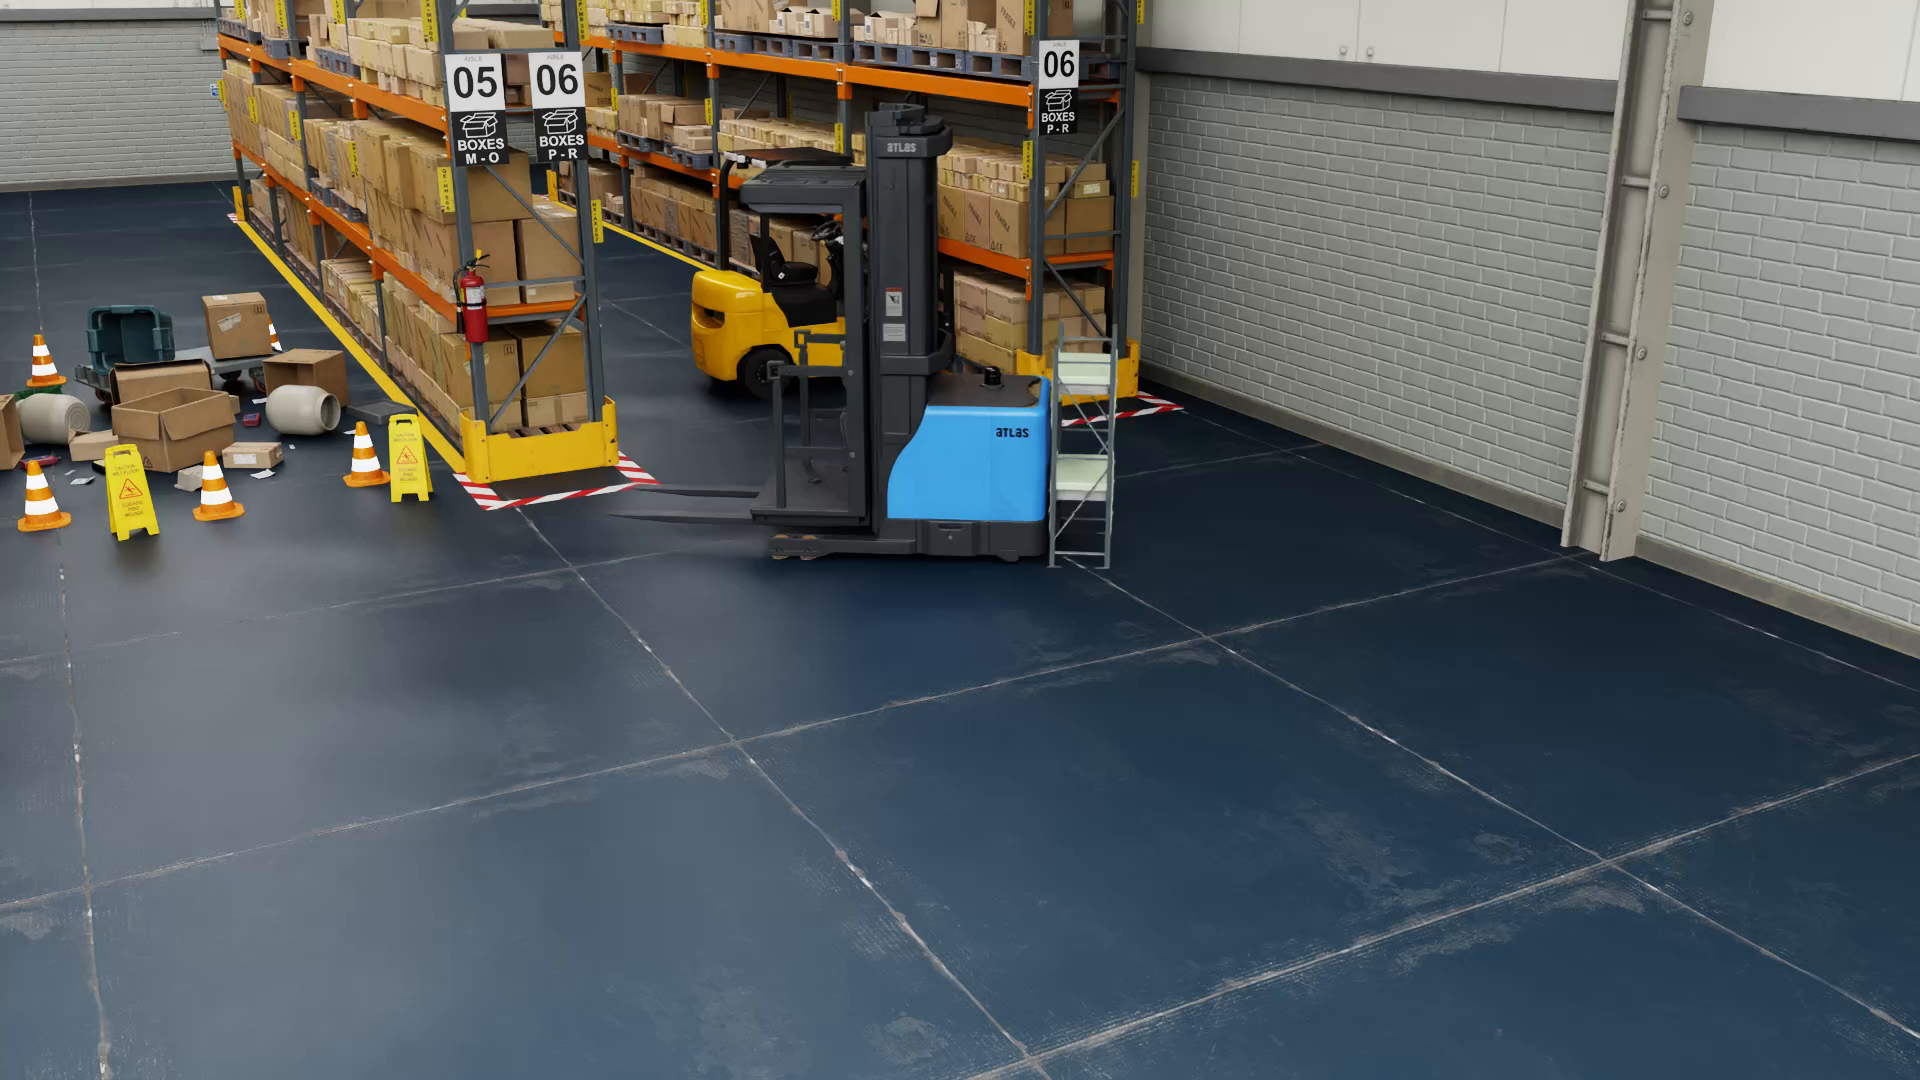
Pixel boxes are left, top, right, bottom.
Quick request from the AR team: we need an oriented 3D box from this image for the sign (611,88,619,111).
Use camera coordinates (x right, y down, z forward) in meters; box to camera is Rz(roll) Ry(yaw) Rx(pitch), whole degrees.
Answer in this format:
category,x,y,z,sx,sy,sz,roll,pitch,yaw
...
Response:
category,x,y,z,sx,sy,sz,roll,pitch,yaw
sign,-5.094,-6.502,24.549,0.100,0.325,0.005,-10,21,-27

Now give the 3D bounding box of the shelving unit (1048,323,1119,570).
category,x,y,z,sx,sy,sz,roll,pitch,yaw
shelving unit,0.833,-0.641,11.191,0.431,1.500,0.755,2,19,5

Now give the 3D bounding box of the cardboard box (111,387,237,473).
category,x,y,z,sx,sy,sz,roll,pitch,yaw
cardboard box,-6.350,-0.896,13.458,0.637,0.503,0.797,7,20,20

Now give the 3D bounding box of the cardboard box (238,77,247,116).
category,x,y,z,sx,sy,sz,roll,pitch,yaw
cardboard box,-9.937,-6.313,23.643,0.500,0.500,0.500,-10,21,-26

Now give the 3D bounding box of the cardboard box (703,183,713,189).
category,x,y,z,sx,sy,sz,roll,pitch,yaw
cardboard box,-3.446,-4.999,23.715,0.380,0.149,0.250,-11,22,-29

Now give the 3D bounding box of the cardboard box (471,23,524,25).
category,x,y,z,sx,sy,sz,roll,pitch,yaw
cardboard box,-3.783,-4.153,13.632,0.380,0.149,0.250,-9,21,-25

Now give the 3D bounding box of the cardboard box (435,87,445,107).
category,x,y,z,sx,sy,sz,roll,pitch,yaw
cardboard box,-3.704,-3.323,12.449,0.380,0.149,0.250,-10,21,-26

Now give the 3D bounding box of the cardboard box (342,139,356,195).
category,x,y,z,sx,sy,sz,roll,pitch,yaw
cardboard box,-5.846,-3.738,16.613,0.500,0.500,0.500,-10,21,-26

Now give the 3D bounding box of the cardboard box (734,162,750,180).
category,x,y,z,sx,sy,sz,roll,pitch,yaw
cardboard box,-2.490,-4.650,20.737,0.500,0.250,0.500,-10,22,-28

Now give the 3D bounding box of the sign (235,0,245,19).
category,x,y,z,sx,sy,sz,roll,pitch,yaw
sign,-9.474,-7.023,21.872,0.100,0.325,0.005,-10,21,-27

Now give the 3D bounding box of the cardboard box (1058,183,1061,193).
category,x,y,z,sx,sy,sz,roll,pitch,yaw
cardboard box,0.972,-3.287,15.410,0.380,0.149,0.250,-10,21,-27

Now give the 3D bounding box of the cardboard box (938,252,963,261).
category,x,y,z,sx,sy,sz,roll,pitch,yaw
cardboard box,0.065,-2.852,17.337,0.500,0.250,0.500,-10,21,-26

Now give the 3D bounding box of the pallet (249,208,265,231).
category,x,y,z,sx,sy,sz,roll,pitch,yaw
pallet,-10.437,-5.022,25.861,1.003,0.211,1.213,-10,21,-27

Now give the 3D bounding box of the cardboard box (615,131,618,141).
category,x,y,z,sx,sy,sz,roll,pitch,yaw
cardboard box,-4.994,-6.113,25.133,0.380,0.149,0.250,-10,21,-26

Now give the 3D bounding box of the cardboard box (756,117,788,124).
category,x,y,z,sx,sy,sz,roll,pitch,yaw
cardboard box,-2.388,-5.323,21.310,0.380,0.149,0.250,-9,21,-25

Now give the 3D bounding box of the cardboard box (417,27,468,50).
category,x,y,z,sx,sy,sz,roll,pitch,yaw
cardboard box,-3.935,-3.842,12.732,0.380,0.149,0.250,-10,22,-27

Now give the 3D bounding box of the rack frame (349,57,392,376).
category,x,y,z,sx,sy,sz,roll,pitch,yaw
rack frame,-5.188,-3.113,16.053,1.000,3.000,0.127,-10,21,-27

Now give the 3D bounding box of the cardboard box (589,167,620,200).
category,x,y,z,sx,sy,sz,roll,pitch,yaw
cardboard box,-5.778,-5.735,26.842,0.500,0.500,0.500,-10,21,-26

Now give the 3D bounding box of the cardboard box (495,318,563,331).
category,x,y,z,sx,sy,sz,roll,pitch,yaw
cardboard box,-3.692,-1.648,14.231,0.500,0.500,0.500,-11,22,-29

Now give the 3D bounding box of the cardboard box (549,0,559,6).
category,x,y,z,sx,sy,sz,roll,pitch,yaw
cardboard box,-6.305,-8.736,26.759,0.500,0.250,0.500,-10,21,-27

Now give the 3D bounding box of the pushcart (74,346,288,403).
category,x,y,z,sx,sy,sz,roll,pitch,yaw
pushcart,-7.171,-1.506,15.416,0.936,0.377,1.648,16,25,39

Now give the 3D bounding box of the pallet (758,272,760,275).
category,x,y,z,sx,sy,sz,roll,pitch,yaw
pallet,-1.789,-3.121,20.351,1.003,0.211,1.213,-10,21,-27

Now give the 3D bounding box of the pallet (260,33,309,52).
category,x,y,z,sx,sy,sz,roll,pitch,yaw
pallet,-7.973,-6.087,20.363,1.003,0.211,1.213,-9,21,-24

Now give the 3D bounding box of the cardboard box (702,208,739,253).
category,x,y,z,sx,sy,sz,roll,pitch,yaw
cardboard box,-3.111,-4.136,22.207,0.500,0.500,0.500,-9,21,-25

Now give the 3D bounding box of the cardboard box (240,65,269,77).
category,x,y,z,sx,sy,sz,roll,pitch,yaw
cardboard box,-10.094,-6.720,23.827,0.380,0.149,0.250,-10,21,-27

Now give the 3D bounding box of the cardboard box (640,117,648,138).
category,x,y,z,sx,sy,sz,roll,pitch,yaw
cardboard box,-4.298,-5.856,23.565,0.396,0.266,0.258,-9,21,-24

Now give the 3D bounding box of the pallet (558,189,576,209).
category,x,y,z,sx,sy,sz,roll,pitch,yaw
pallet,-6.104,-5.759,27.997,1.003,0.211,1.213,-10,21,-27

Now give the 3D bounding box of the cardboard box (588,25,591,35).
category,x,y,z,sx,sy,sz,roll,pitch,yaw
cardboard box,-5.498,-7.837,25.532,0.380,0.149,0.250,-9,21,-25

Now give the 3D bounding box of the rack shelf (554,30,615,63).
category,x,y,z,sx,sy,sz,roll,pitch,yaw
rack shelf,-5.570,-7.831,26.232,1.077,0.370,4.000,-10,21,-27

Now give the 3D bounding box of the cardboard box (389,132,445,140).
category,x,y,z,sx,sy,sz,roll,pitch,yaw
cardboard box,-4.404,-3.179,14.105,0.700,0.500,0.500,-10,21,-27

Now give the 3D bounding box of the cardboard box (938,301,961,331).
category,x,y,z,sx,sy,sz,roll,pitch,yaw
cardboard box,0.080,-2.251,16.362,0.500,0.250,0.500,-11,22,-28

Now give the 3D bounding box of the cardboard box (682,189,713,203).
category,x,y,z,sx,sy,sz,roll,pitch,yaw
cardboard box,-3.625,-4.767,23.042,0.380,0.149,0.250,-10,22,-27

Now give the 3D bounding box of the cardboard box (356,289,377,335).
category,x,y,z,sx,sy,sz,roll,pitch,yaw
cardboard box,-5.783,-2.425,17.445,0.950,0.372,0.625,-9,21,-23

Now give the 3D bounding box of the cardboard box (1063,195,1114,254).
category,x,y,z,sx,sy,sz,roll,pitch,yaw
cardboard box,1.087,-2.967,15.477,0.500,0.500,0.500,-9,21,-25

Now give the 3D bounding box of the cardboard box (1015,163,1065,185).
category,x,y,z,sx,sy,sz,roll,pitch,yaw
cardboard box,0.723,-3.299,14.990,0.380,0.149,0.250,-10,21,-27

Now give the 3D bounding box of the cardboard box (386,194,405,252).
category,x,y,z,sx,sy,sz,roll,pitch,yaw
cardboard box,-4.738,-2.844,14.667,0.500,0.500,0.500,-10,21,-27

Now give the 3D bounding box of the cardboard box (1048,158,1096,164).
category,x,y,z,sx,sy,sz,roll,pitch,yaw
cardboard box,1.036,-3.444,15.411,0.380,0.149,0.250,-9,21,-25

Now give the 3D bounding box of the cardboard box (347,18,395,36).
category,x,y,z,sx,sy,sz,roll,pitch,yaw
cardboard box,-5.325,-4.648,15.066,0.380,0.149,0.250,-10,22,-28

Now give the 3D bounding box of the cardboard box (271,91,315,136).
category,x,y,z,sx,sy,sz,roll,pitch,yaw
cardboard box,-8.278,-5.325,20.778,0.500,0.500,0.500,-10,22,-28

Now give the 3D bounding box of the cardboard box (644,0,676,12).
category,x,y,z,sx,sy,sz,roll,pitch,yaw
cardboard box,-4.081,-7.278,22.658,0.380,0.149,0.250,-10,21,-26

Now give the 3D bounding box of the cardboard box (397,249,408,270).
category,x,y,z,sx,sy,sz,roll,pitch,yaw
cardboard box,-4.721,-2.485,14.620,0.380,0.149,0.250,-10,21,-26

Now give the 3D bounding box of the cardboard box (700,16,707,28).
category,x,y,z,sx,sy,sz,roll,pitch,yaw
cardboard box,-3.101,-6.631,21.269,0.380,0.149,0.250,-9,21,-26

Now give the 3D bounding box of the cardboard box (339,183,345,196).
category,x,y,z,sx,sy,sz,roll,pitch,yaw
cardboard box,-6.372,-3.747,17.633,0.380,0.149,0.250,-9,21,-25

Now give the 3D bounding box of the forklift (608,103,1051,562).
category,x,y,z,sx,sy,sz,roll,pitch,yaw
forklift,-0.892,-1.418,11.247,3.031,2.935,1.130,2,19,5

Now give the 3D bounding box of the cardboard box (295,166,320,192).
category,x,y,z,sx,sy,sz,roll,pitch,yaw
cardboard box,-7.556,-4.295,19.710,0.500,0.250,0.500,-11,22,-29

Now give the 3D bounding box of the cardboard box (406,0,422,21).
category,x,y,z,sx,sy,sz,roll,pitch,yaw
cardboard box,-5.358,-5.266,16.515,0.500,0.250,0.500,-10,22,-28

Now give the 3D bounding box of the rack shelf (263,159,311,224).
category,x,y,z,sx,sy,sz,roll,pitch,yaw
rack shelf,-8.037,-4.495,21.162,1.077,0.370,4.000,-10,21,-27

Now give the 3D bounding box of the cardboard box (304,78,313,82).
category,x,y,z,sx,sy,sz,roll,pitch,yaw
cardboard box,-8.908,-6.367,22.803,0.380,0.149,0.250,-10,22,-27

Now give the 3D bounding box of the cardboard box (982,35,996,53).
category,x,y,z,sx,sy,sz,roll,pitch,yaw
cardboard box,0.418,-4.470,14.977,0.380,0.149,0.250,-11,22,-28

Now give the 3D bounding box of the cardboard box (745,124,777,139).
category,x,y,z,sx,sy,sz,roll,pitch,yaw
cardboard box,-2.421,-5.028,20.457,0.380,0.149,0.250,-10,21,-26

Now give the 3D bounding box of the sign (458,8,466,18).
category,x,y,z,sx,sy,sz,roll,pitch,yaw
sign,-4.714,-4.861,15.730,0.100,0.325,0.005,-10,21,-27

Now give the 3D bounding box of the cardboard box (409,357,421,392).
category,x,y,z,sx,sy,sz,roll,pitch,yaw
cardboard box,-4.627,-1.497,14.942,0.500,0.250,0.500,-10,22,-27

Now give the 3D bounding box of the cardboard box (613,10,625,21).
category,x,y,z,sx,sy,sz,roll,pitch,yaw
cardboard box,-4.736,-7.497,23.749,0.380,0.149,0.250,-10,21,-26

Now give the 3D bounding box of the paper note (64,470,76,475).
category,x,y,z,sx,sy,sz,roll,pitch,yaw
paper note,-7.045,-0.535,13.166,0.032,0.001,0.123,1,19,2

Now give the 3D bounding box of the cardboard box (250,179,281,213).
category,x,y,z,sx,sy,sz,roll,pitch,yaw
cardboard box,-10.485,-5.371,25.882,0.875,0.438,0.875,-11,22,-28

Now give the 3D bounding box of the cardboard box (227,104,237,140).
category,x,y,z,sx,sy,sz,roll,pitch,yaw
cardboard box,-10.911,-6.422,25.492,0.500,0.500,0.500,-10,21,-27

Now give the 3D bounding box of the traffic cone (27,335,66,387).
category,x,y,z,sx,sy,sz,roll,pitch,yaw
traffic cone,-8.804,-1.737,15.955,0.336,0.463,0.334,-10,21,-27
